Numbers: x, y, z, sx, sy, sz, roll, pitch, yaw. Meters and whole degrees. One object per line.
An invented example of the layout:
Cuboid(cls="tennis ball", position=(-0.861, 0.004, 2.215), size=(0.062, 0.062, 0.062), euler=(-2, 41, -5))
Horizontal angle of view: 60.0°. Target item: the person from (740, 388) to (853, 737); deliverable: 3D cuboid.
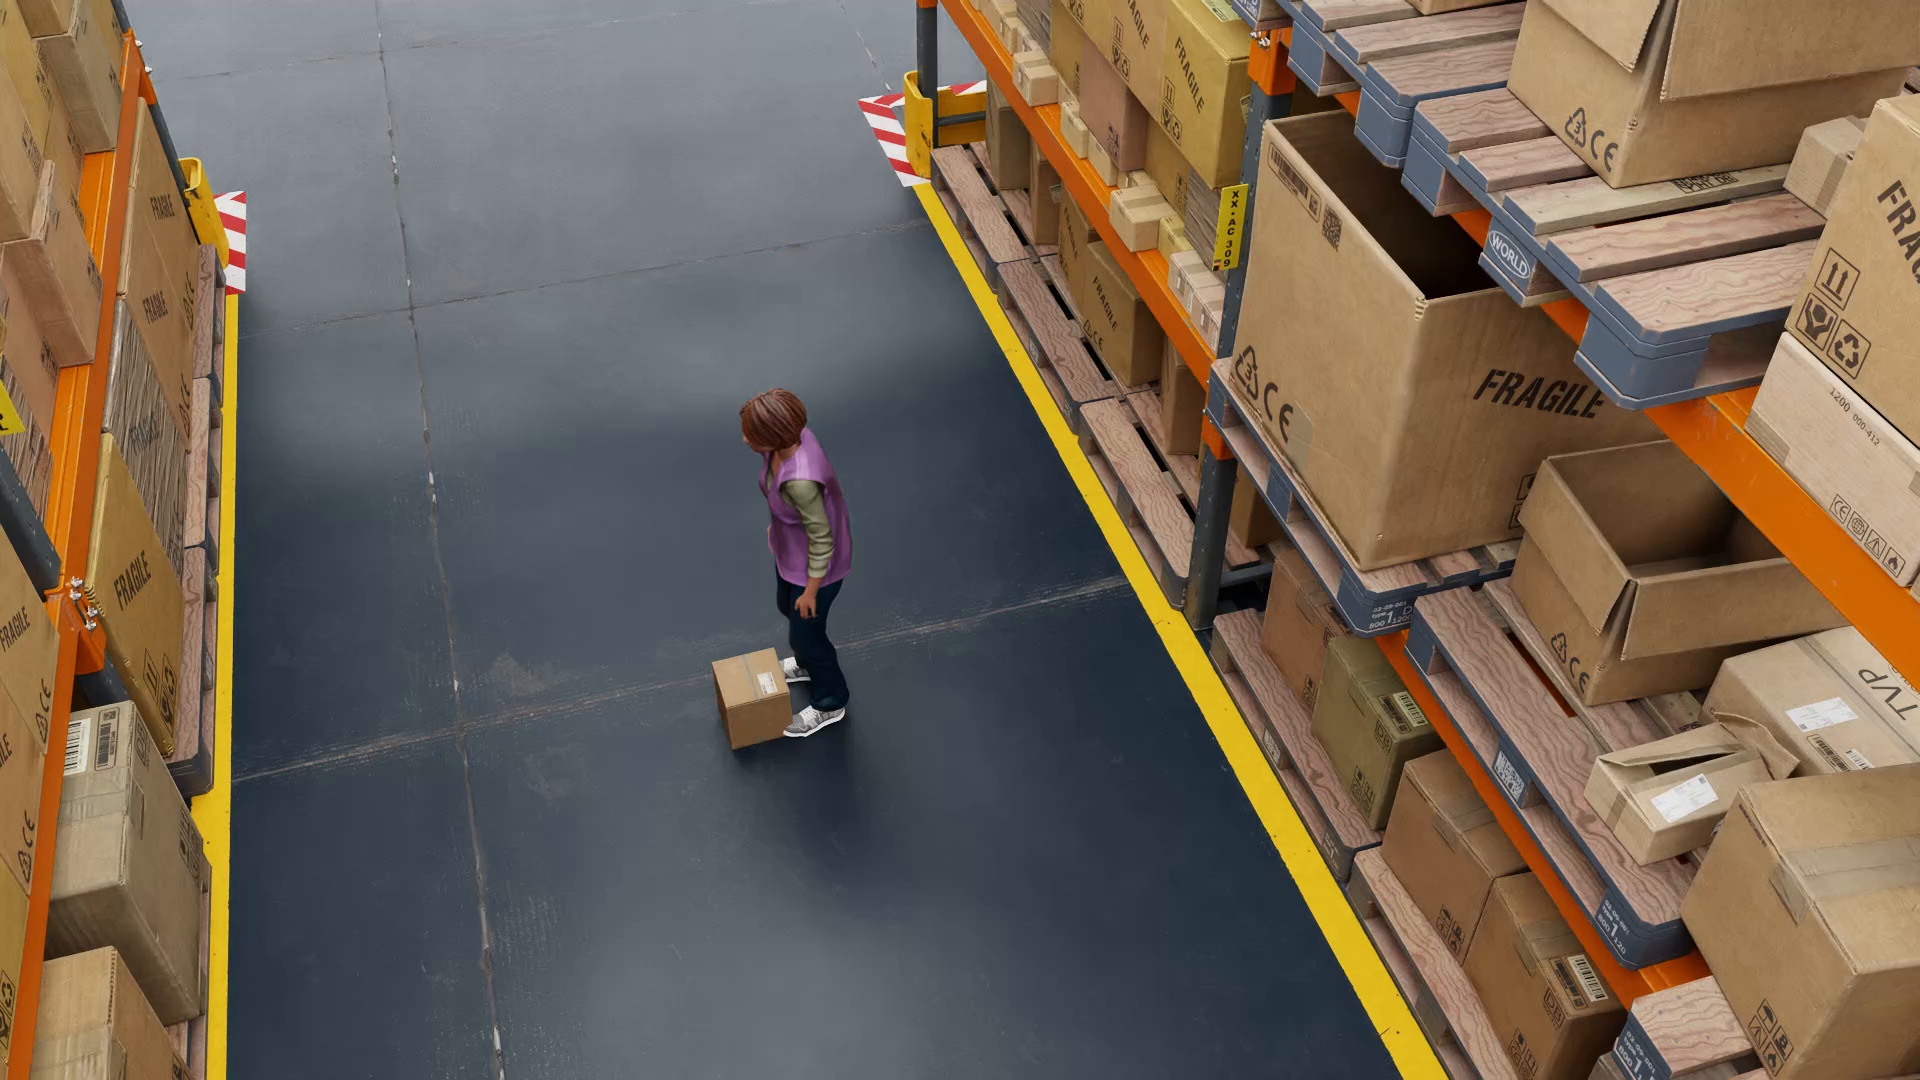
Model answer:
Cuboid(cls="person", position=(-0.579, 0.072, 6.091), size=(0.344, 1.593, 0.480), euler=(-13, 45, -14))
